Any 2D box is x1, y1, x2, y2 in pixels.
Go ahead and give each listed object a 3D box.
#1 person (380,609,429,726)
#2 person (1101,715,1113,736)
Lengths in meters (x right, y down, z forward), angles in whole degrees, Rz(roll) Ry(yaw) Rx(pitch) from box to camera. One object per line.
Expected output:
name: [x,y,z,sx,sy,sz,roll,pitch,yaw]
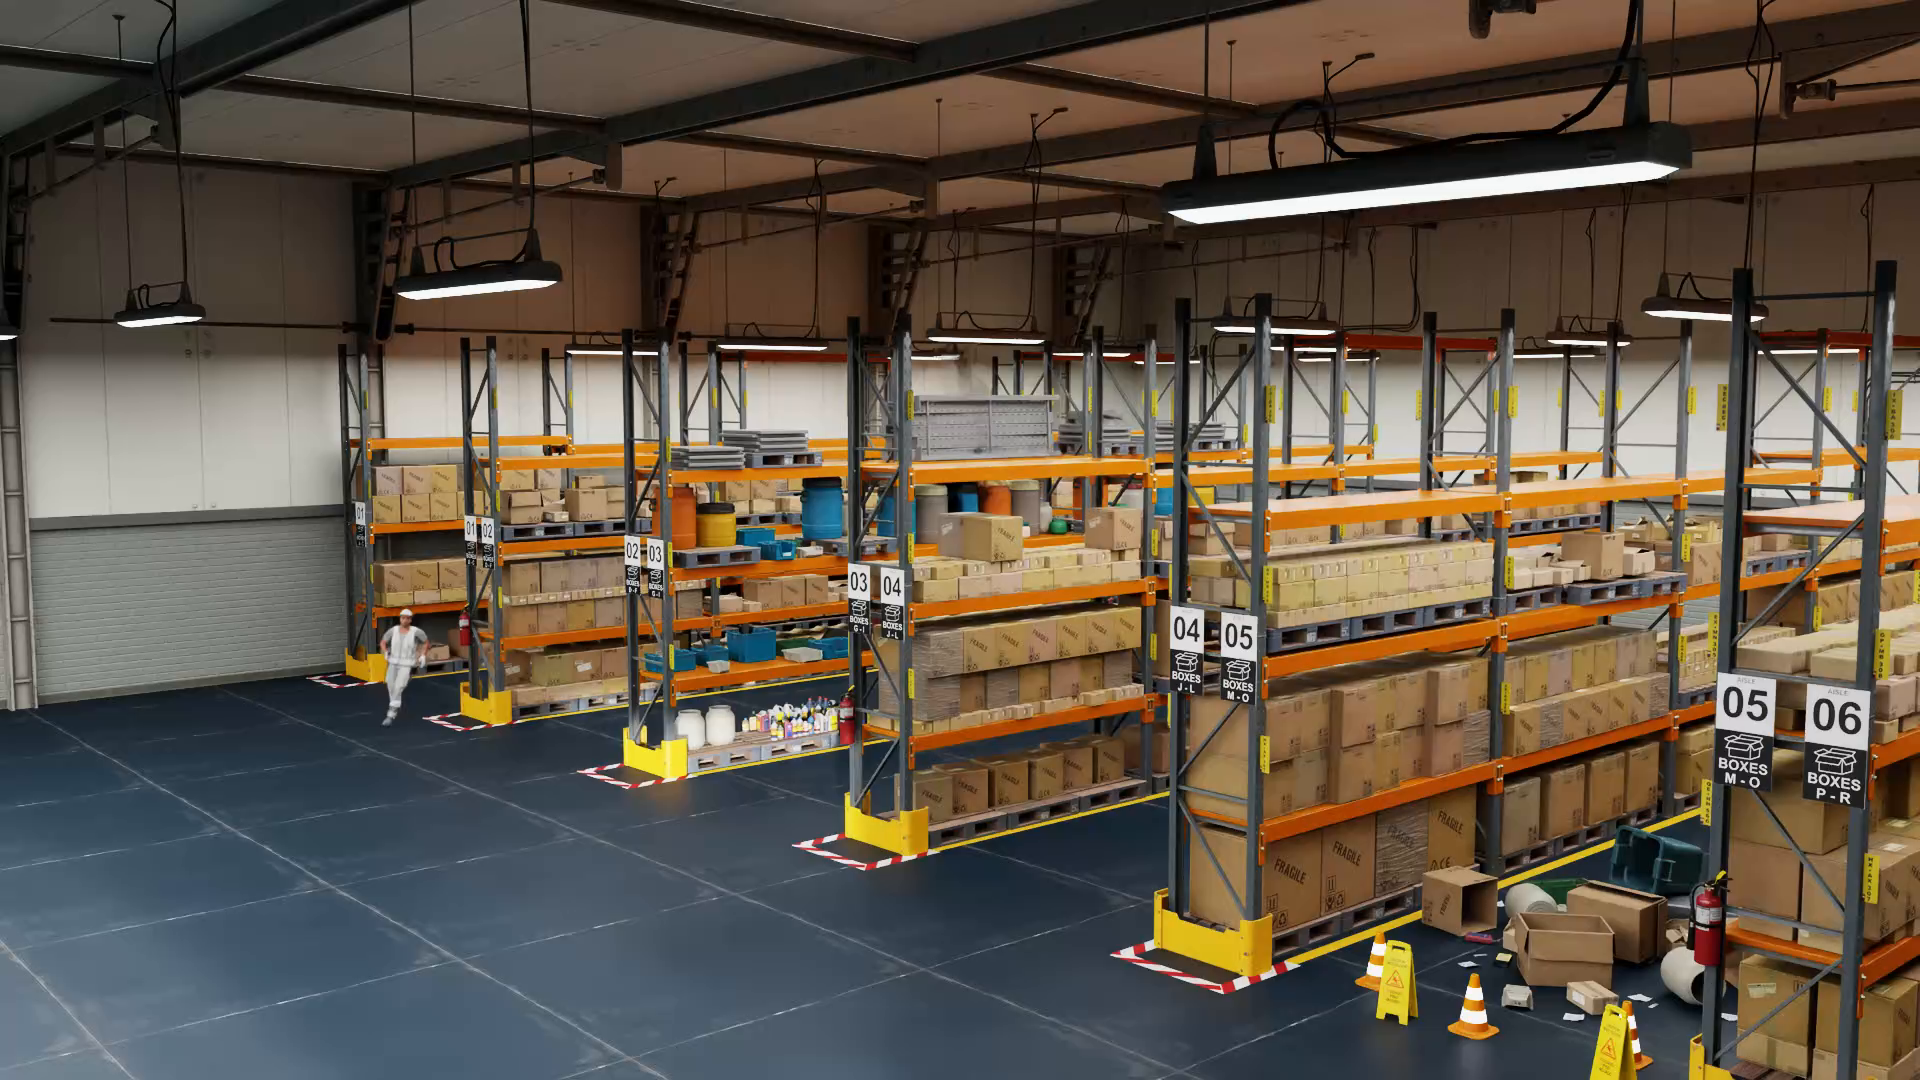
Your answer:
person: [-8.692,1.949,25.920,0.716,1.753,0.986,0,5,-2]
person: [2.033,2.163,24.185,0.646,1.698,0.706,3,6,34]
